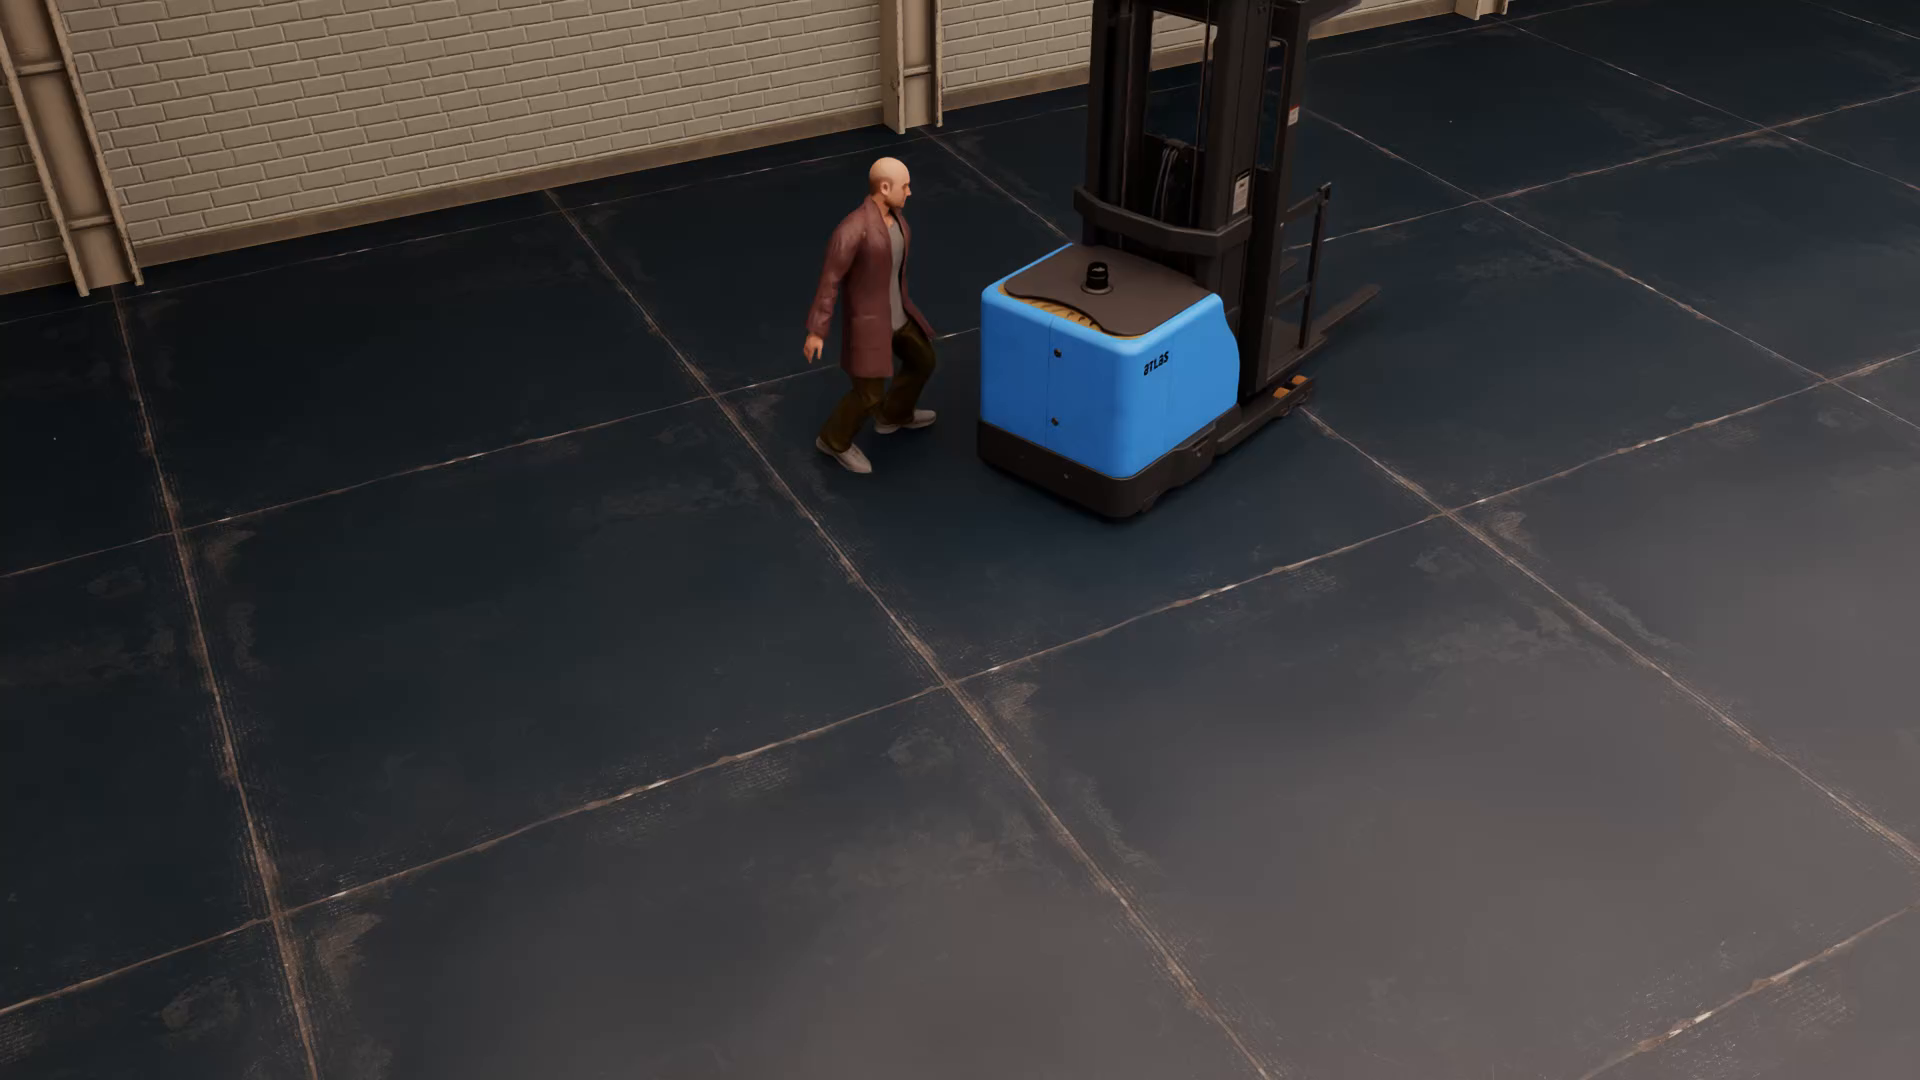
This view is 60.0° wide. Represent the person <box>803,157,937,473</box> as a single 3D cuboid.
[{"bbox_3d":[-0.488,-1.179,8.836,0.557,1.749,0.934,22,41,28],"label":"person"}]

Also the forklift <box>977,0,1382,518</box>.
[{"bbox_3d":[1.437,-2.087,9.075,1.130,2.935,3.031,26,43,32],"label":"forklift"}]
